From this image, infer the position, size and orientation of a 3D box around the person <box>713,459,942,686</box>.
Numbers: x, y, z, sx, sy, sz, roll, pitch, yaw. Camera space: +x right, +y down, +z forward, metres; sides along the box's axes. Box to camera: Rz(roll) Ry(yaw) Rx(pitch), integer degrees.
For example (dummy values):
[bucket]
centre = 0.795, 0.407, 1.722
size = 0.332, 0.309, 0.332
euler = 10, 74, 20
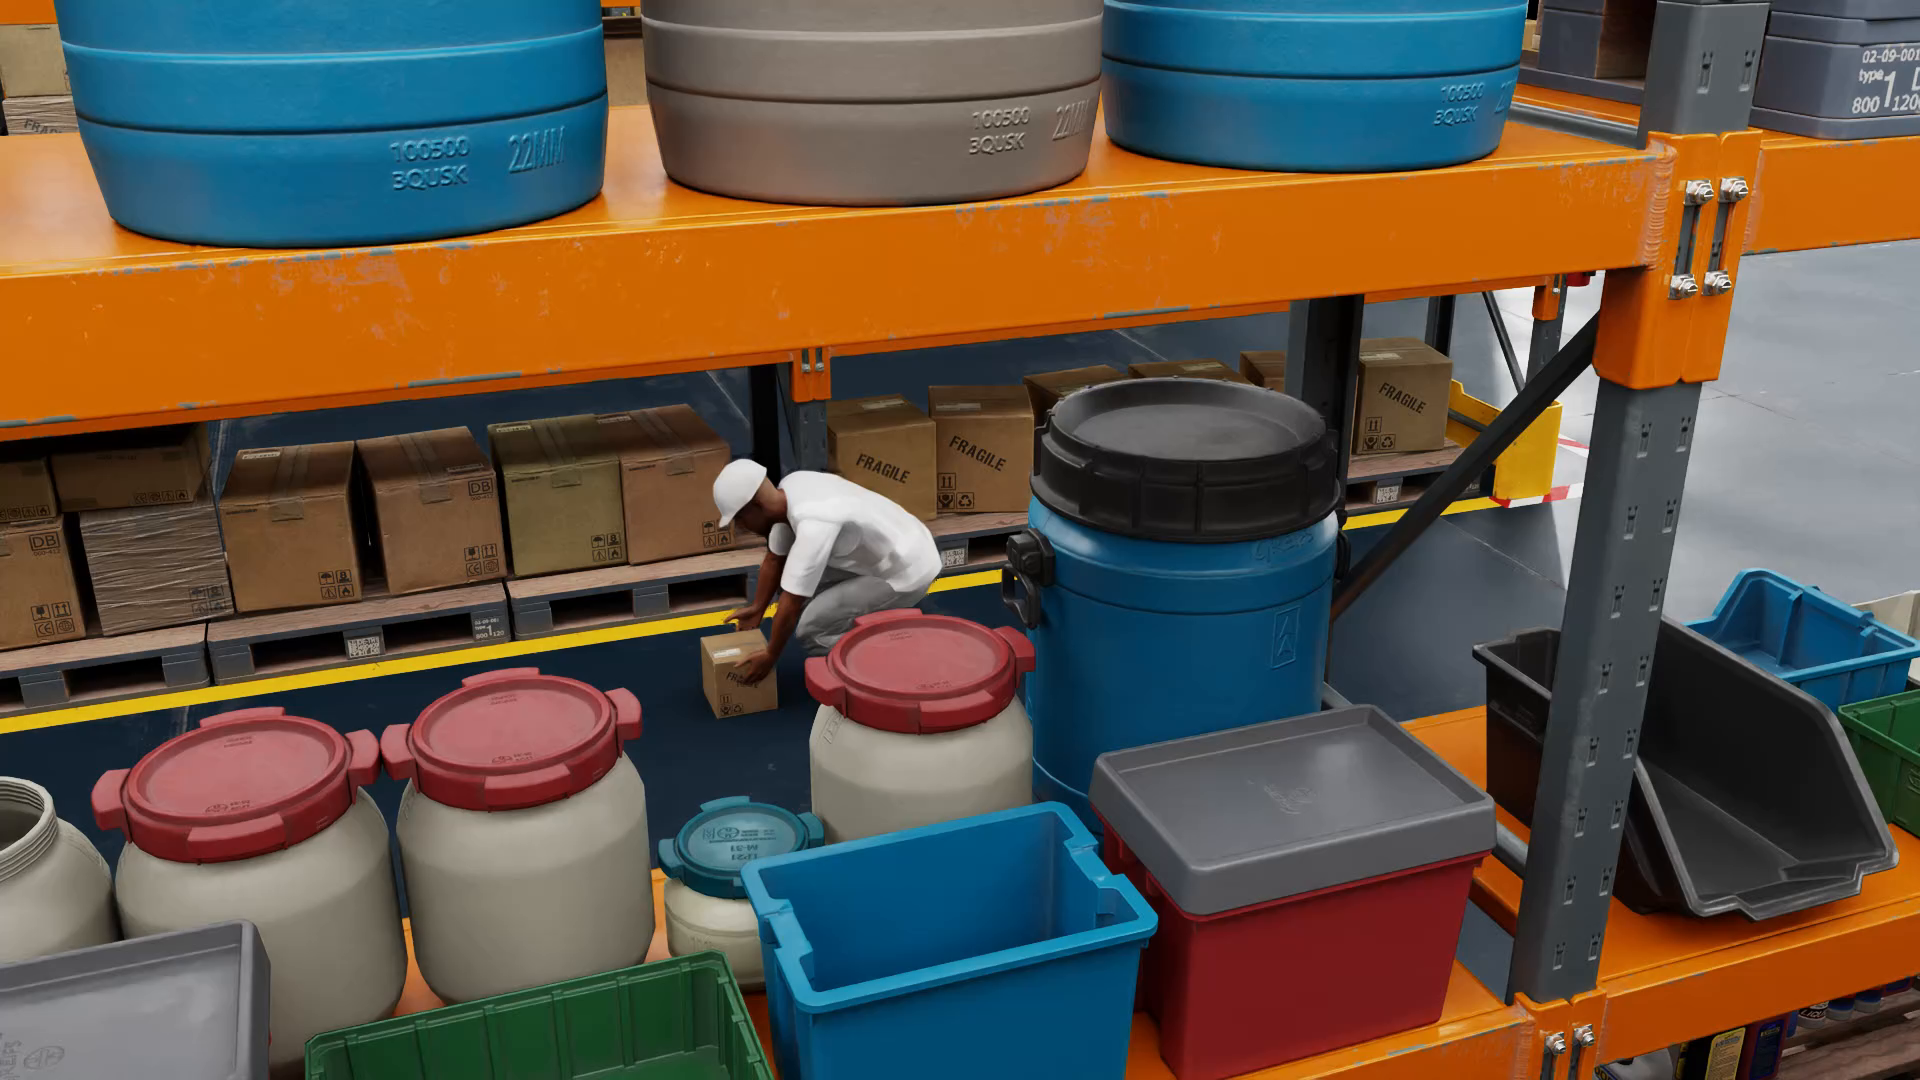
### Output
[person]
centre = -0.513, 0.165, 6.590
size = 0.882, 1.062, 0.596
euler = -3, 23, -7
